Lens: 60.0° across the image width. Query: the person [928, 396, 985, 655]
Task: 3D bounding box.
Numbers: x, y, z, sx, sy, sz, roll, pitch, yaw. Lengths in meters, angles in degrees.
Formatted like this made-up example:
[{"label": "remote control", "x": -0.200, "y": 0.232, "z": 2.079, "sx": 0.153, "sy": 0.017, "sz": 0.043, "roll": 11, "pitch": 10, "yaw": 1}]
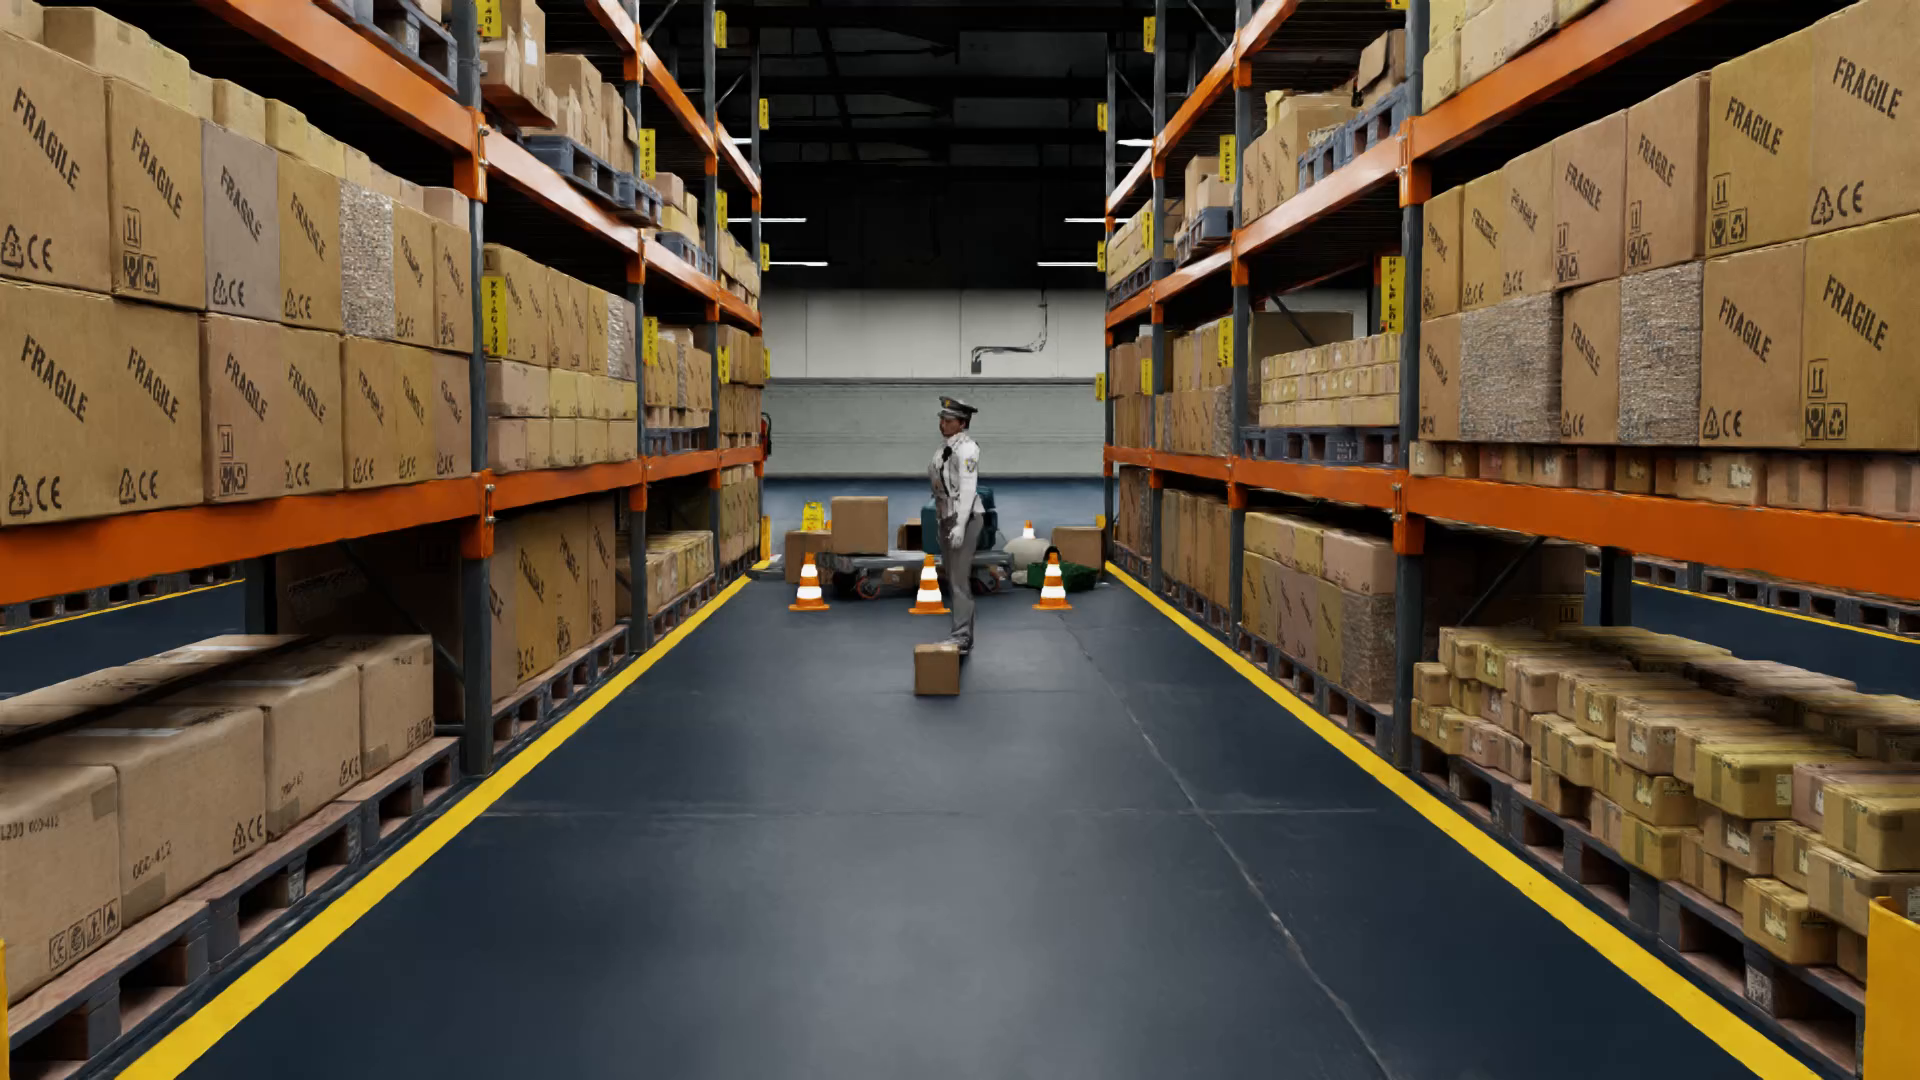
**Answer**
[{"label": "person", "x": -0.068, "y": -0.089, "z": 10.814, "sx": 0.431, "sy": 1.686, "sz": 0.541, "roll": -1, "pitch": 4, "yaw": -21}]
